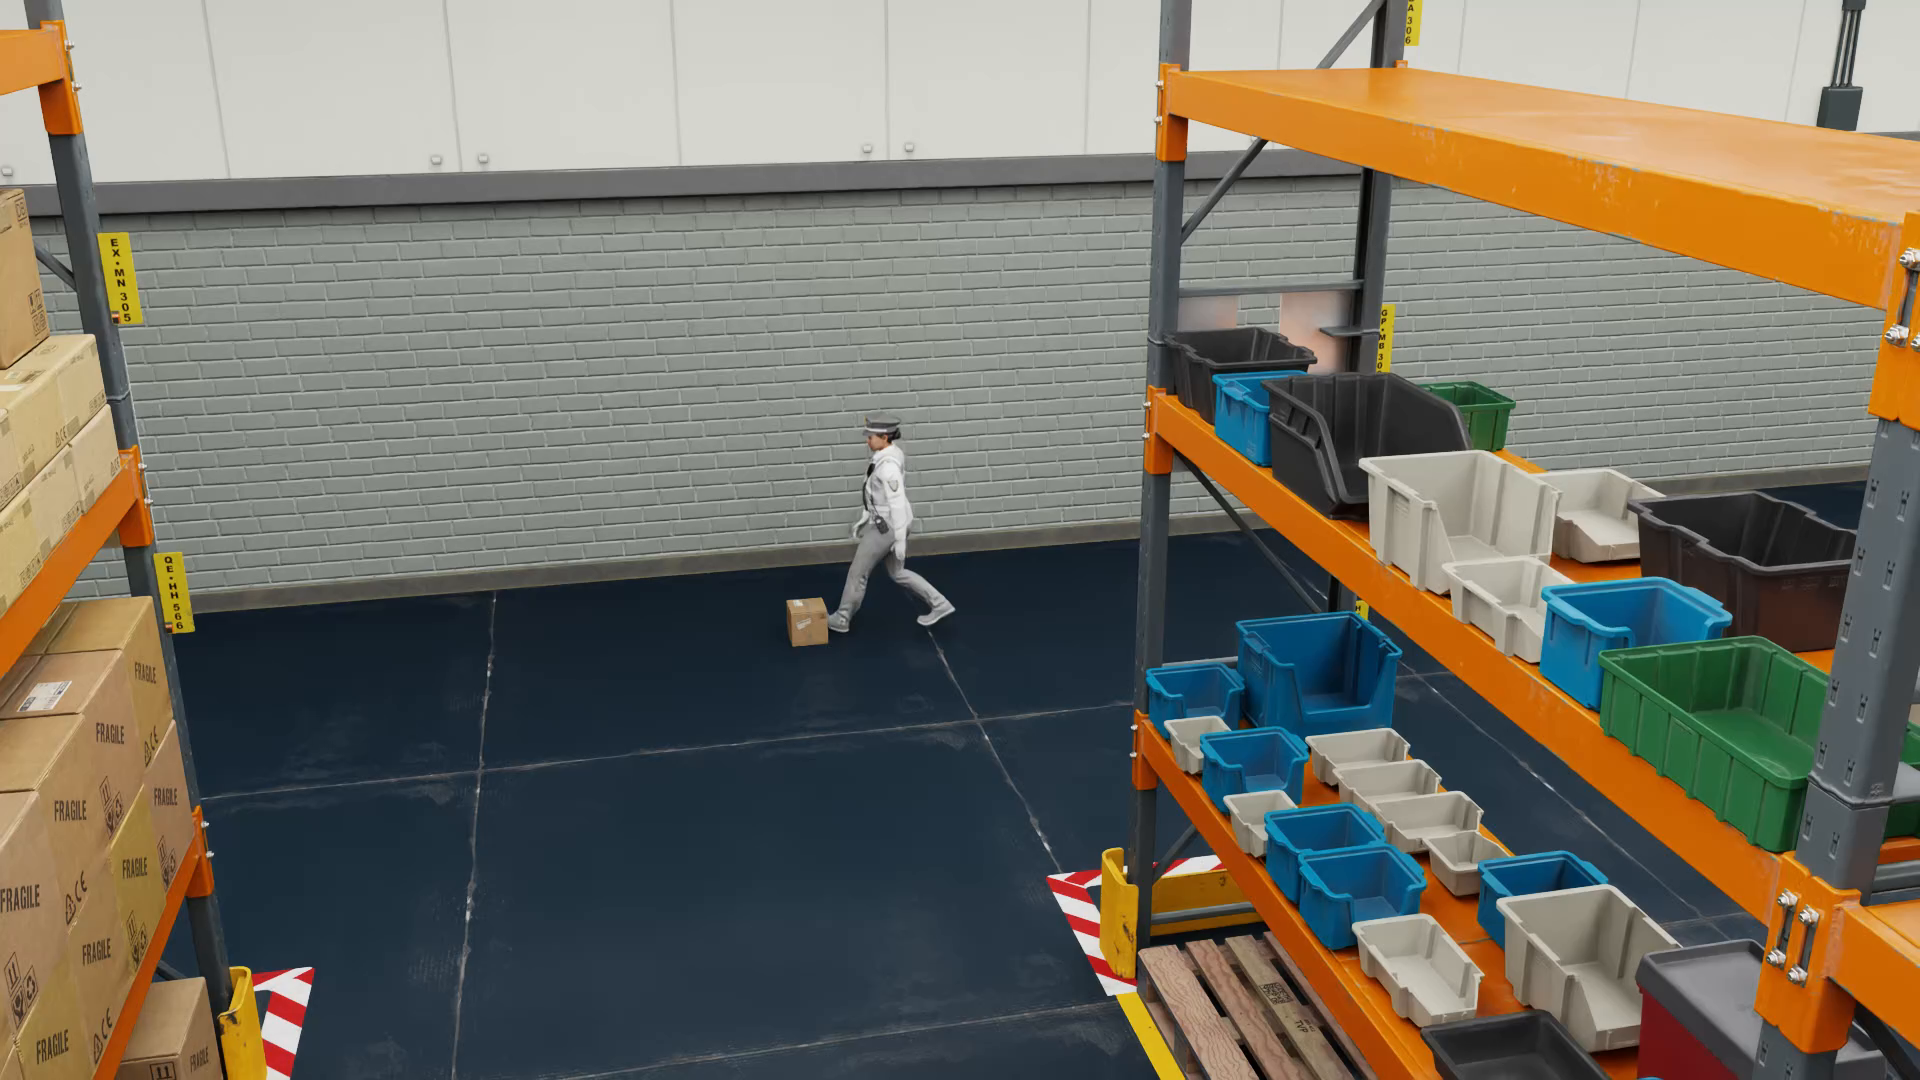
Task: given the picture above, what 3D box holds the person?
[{"bbox_3d":[-0.546,-0.103,11.439,1.025,1.597,0.446,3,20,9],"label":"person"}]
